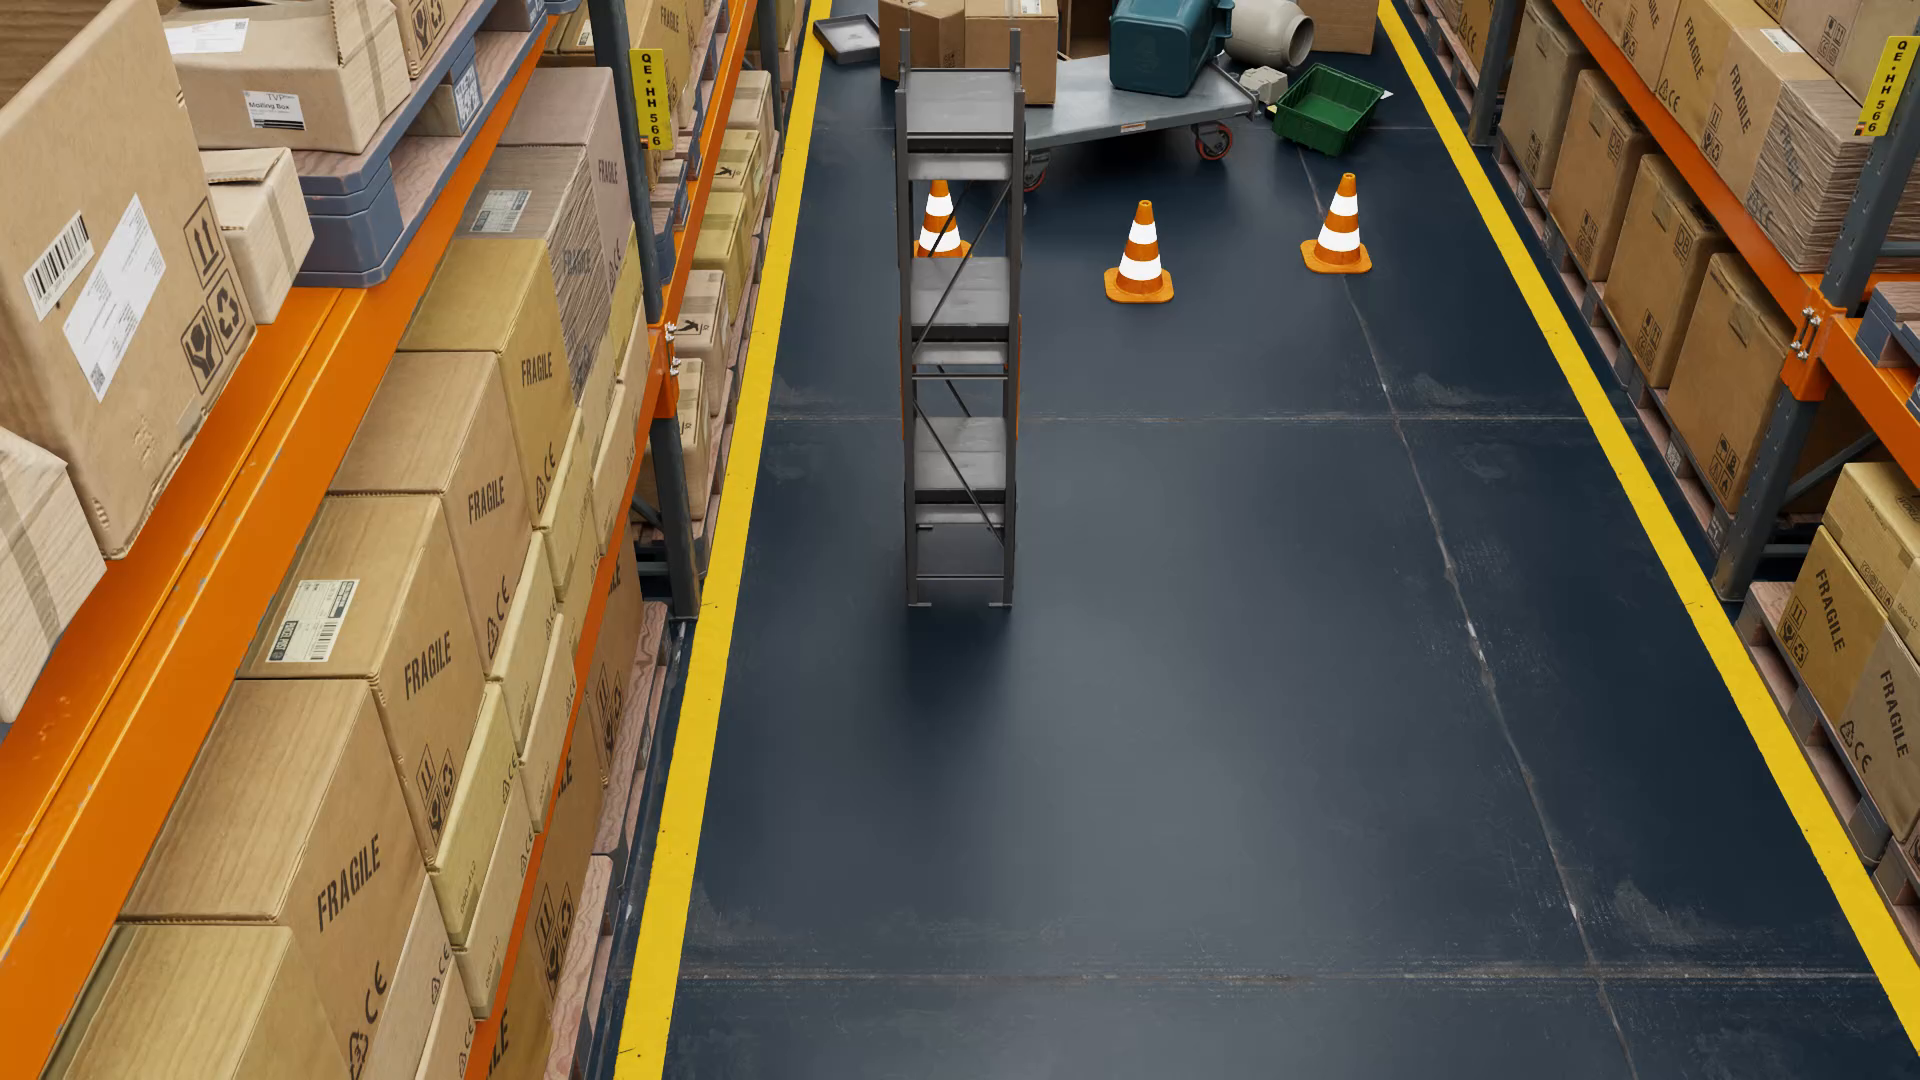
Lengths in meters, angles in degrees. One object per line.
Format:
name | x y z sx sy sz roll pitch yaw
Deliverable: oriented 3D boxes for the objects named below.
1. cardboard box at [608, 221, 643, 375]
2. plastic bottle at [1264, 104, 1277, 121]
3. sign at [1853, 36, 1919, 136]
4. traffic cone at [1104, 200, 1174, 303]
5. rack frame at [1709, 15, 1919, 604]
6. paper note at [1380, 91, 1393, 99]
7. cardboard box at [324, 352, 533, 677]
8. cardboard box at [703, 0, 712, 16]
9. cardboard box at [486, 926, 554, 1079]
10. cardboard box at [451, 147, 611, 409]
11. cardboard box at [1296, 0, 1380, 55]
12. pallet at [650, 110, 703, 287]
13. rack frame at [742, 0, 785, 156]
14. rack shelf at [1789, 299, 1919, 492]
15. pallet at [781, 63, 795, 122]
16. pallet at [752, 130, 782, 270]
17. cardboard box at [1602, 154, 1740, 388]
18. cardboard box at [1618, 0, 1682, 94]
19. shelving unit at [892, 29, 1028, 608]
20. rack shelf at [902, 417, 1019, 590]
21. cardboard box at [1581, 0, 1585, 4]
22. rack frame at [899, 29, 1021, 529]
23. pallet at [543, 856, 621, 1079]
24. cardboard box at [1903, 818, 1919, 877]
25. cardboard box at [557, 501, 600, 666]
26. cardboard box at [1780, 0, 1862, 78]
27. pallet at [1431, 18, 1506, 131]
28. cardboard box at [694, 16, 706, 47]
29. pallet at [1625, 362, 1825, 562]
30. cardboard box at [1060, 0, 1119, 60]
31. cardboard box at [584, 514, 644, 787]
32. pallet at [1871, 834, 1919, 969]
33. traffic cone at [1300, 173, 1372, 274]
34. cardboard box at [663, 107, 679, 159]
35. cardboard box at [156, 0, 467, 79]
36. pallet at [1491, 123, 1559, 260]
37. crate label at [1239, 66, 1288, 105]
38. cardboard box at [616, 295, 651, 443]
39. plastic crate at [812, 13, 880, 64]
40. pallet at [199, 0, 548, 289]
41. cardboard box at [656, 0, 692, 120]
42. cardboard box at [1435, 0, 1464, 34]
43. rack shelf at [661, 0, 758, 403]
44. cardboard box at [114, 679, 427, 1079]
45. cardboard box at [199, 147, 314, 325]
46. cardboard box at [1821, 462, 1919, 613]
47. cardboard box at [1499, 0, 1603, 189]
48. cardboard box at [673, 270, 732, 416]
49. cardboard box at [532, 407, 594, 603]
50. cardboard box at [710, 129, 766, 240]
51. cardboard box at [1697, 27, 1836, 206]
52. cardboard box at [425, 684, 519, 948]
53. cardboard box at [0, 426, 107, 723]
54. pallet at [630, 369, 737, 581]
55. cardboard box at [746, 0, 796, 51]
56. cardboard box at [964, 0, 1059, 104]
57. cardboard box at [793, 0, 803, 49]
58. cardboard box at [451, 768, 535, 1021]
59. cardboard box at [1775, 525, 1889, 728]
cardboard box | -1.248 -0.731 4.984 0.500 0.250 0.500 0 39 0
plastic bottle | 1.933 -2.490 9.809 0.133 0.061 0.283 -20 43 -23
sign | 2.892 -1.413 5.189 0.100 0.325 0.005 0 39 0
traffic cone | 0.895 -1.454 8.194 0.336 0.463 0.334 0 39 0
rack frame | 3.448 -0.964 5.554 1.000 3.000 0.127 0 39 0
paper note | 2.537 -2.727 10.128 0.147 0.020 0.142 -28 46 -30
cardboard box | -1.244 -0.056 3.541 0.500 0.500 0.500 -1 39 -1
cardboard box | -1.279 -2.469 6.778 0.500 0.500 0.500 -1 39 -2
cardboard box | -1.587 1.317 4.071 0.875 0.875 0.875 1 39 1
cardboard box | -1.231 -0.683 4.324 0.500 0.500 0.500 1 39 1
cardboard box | 2.415 -3.461 10.667 0.500 0.500 0.500 6 39 8
pallet | -1.610 -1.268 6.087 1.213 0.211 1.003 0 39 0
rack frame | -1.507 -3.399 8.592 1.000 3.000 0.127 0 39 0
rack shelf | 3.450 0.567 4.219 1.077 0.370 4.000 0 39 0
pallet | -1.543 -2.731 9.989 1.003 0.211 1.213 0 39 0
pallet | -1.505 -1.824 8.857 1.003 0.211 1.213 0 39 0
cardboard box | 3.532 -1.178 7.284 1.050 0.750 0.750 1 39 1
cardboard box | 3.174 -2.230 7.054 0.500 0.500 0.500 1 39 1
shelving unit | 0.000 -0.716 5.964 0.431 2.100 0.503 0 39 0
rack shelf | 0.000 -0.159 6.410 0.431 0.518 0.480 0 39 0
cardboard box | 3.176 -2.860 7.840 0.500 0.500 0.500 0 39 0
rack frame | 0.000 -0.868 6.155 0.400 2.100 0.015 0 39 0
pallet | -1.578 1.445 4.778 1.003 0.211 1.213 0 39 0
cardboard box | 3.203 0.925 4.860 0.500 0.500 0.500 -1 39 -1
cardboard box | -1.241 0.112 4.332 0.500 0.250 0.500 0 39 -1
cardboard box | 3.455 -1.990 5.955 0.700 0.500 0.500 -1 39 -1
pallet | 3.520 -2.853 10.141 1.003 0.211 1.213 0 39 0
cardboard box | -1.270 -2.177 6.933 0.380 0.149 0.250 1 39 1
pallet | 3.522 -0.369 7.042 1.003 0.211 1.213 0 39 0
cardboard box | 1.031 -3.298 10.354 0.797 0.637 0.503 0 39 0
cardboard box | -1.585 0.200 5.465 0.875 0.875 0.875 0 39 0
pallet | 3.445 1.374 4.867 1.003 0.211 1.213 0 39 0
traffic cone | 1.934 -1.636 8.421 0.336 0.463 0.334 0 39 0
cardboard box | -1.238 -1.515 6.106 0.380 0.149 0.250 -2 39 -3
cardboard box | -1.210 -1.169 2.995 0.500 0.500 0.500 0 39 0
pallet | 3.519 -1.895 8.946 1.003 0.211 1.213 0 39 0
crate label | 1.840 -2.765 10.091 0.298 0.136 0.250 -28 46 -30
cardboard box | -1.242 -0.523 5.124 0.500 0.250 0.500 -1 39 -2
plastic crate | -0.689 -3.242 10.731 0.402 0.080 0.583 -13 40 -16
pallet | -1.444 -0.892 3.217 1.003 0.211 1.213 2 39 2
cardboard box | -1.279 -1.824 5.973 0.500 0.500 0.500 2 39 2
cardboard box | 3.507 -3.757 10.403 0.875 0.875 0.875 0 39 0
rack shelf | -1.505 -1.867 7.257 1.077 0.370 4.000 0 39 0
cardboard box | -1.239 0.581 2.746 0.500 0.500 0.500 0 39 0
cardboard box | -1.149 -0.431 2.341 0.380 0.166 0.250 -3 39 -3
cardboard box | 3.206 -0.014 5.432 0.500 0.250 0.500 -2 39 -2
cardboard box | 3.534 -2.363 8.764 1.050 0.750 0.750 0 39 0
cardboard box | -1.502 -0.851 7.178 0.950 0.372 0.625 -1 39 -1
cardboard box | -1.222 -0.090 4.184 0.500 0.250 0.500 -1 39 -1
cardboard box | -1.500 -1.760 8.313 0.950 0.372 0.625 2 39 3
cardboard box | 3.179 -1.596 6.264 0.500 0.500 0.500 0 39 0
cardboard box | -1.219 0.551 3.384 0.500 0.250 0.500 0 39 1
cardboard box | -1.148 0.009 1.713 0.396 0.266 0.258 0 39 0
pallet | -1.502 -0.298 6.953 1.003 0.211 1.213 0 39 0
cardboard box | -1.238 -3.151 9.547 0.500 0.500 0.500 2 39 2
cardboard box | 0.273 -2.739 9.162 0.500 0.500 0.500 0 39 0
cardboard box | -1.250 -3.193 10.198 0.500 0.250 0.500 2 39 3
cardboard box | -1.221 0.743 3.544 0.500 0.250 0.500 0 39 0
cardboard box | 3.193 0.290 5.653 0.500 0.500 0.500 -2 39 -2
